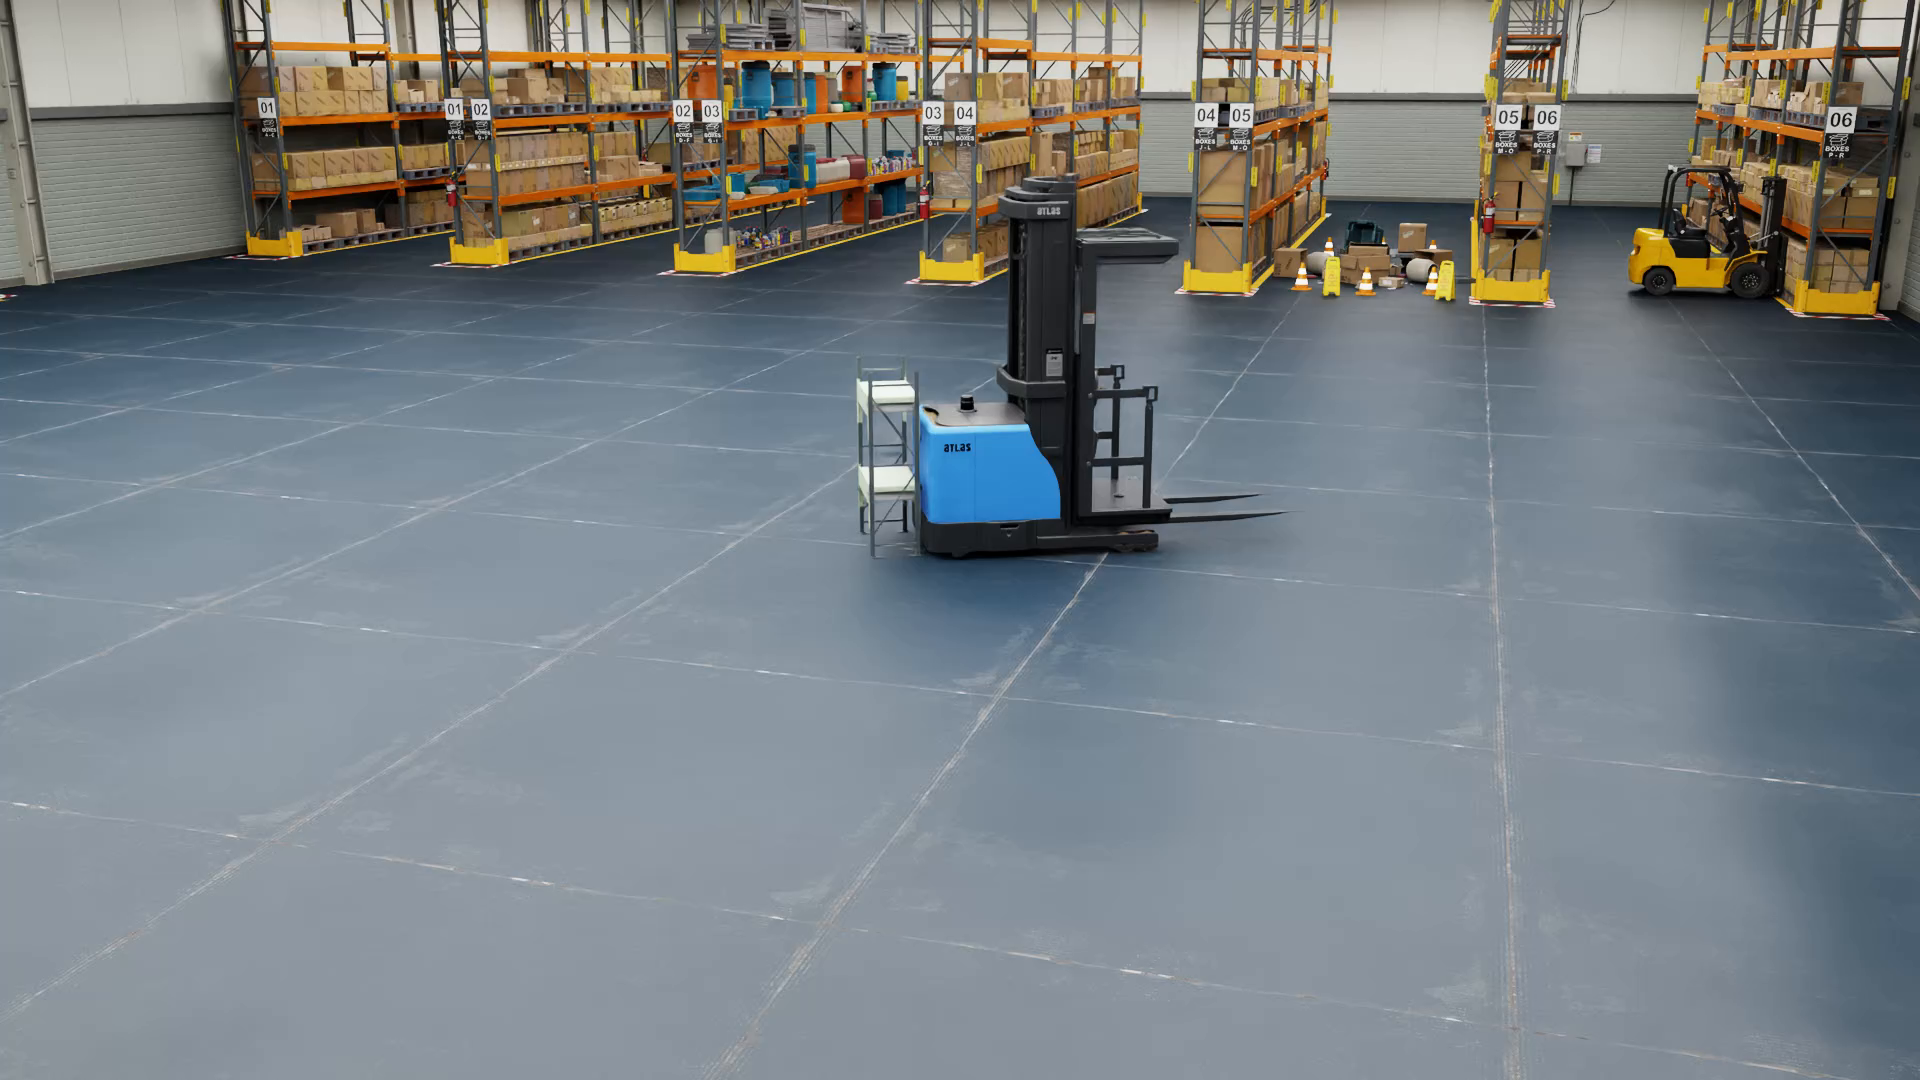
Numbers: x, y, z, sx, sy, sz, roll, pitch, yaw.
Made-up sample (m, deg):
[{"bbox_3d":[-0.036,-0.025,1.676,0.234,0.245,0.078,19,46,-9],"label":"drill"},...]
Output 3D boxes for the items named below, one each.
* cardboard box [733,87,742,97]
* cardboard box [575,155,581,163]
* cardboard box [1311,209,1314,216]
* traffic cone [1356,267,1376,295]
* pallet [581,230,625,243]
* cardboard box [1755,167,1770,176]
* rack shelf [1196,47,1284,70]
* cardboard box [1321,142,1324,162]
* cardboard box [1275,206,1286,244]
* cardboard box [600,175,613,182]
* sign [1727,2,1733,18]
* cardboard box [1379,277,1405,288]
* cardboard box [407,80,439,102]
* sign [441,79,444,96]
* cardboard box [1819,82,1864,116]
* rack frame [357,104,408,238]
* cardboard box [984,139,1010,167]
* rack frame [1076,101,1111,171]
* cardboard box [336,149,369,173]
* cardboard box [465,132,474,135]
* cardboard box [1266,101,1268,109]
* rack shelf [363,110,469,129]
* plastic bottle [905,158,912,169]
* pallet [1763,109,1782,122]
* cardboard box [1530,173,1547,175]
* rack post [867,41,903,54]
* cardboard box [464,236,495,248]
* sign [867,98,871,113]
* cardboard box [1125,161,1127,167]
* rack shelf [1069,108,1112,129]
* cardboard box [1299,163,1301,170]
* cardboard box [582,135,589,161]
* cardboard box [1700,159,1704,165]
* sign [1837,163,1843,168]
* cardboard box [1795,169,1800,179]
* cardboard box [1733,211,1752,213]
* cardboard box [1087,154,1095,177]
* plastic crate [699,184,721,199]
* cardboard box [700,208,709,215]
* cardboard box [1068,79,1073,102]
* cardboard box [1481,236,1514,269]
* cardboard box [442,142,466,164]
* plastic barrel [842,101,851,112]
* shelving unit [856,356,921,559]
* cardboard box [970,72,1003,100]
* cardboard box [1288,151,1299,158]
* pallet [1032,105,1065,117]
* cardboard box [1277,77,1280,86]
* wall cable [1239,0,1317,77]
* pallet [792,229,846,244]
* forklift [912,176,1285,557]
[{"bbox_3d":[-5.887,-11.904,44.162,0.500,0.250,0.500,5,16,16],"label":"cardboard box"},{"bbox_3d":[-8.481,-8.299,36.221,0.380,0.149,0.250,4,16,15],"label":"cardboard box"},{"bbox_3d":[8.701,-8.248,41.865,0.380,0.149,0.250,4,16,14],"label":"cardboard box"},{"bbox_3d":[7.049,-4.497,28.834,0.336,0.463,0.334,5,16,16],"label":"traffic cone"},{"bbox_3d":[-8.365,-6.946,37.930,1.003,0.211,1.213,5,16,16],"label":"pallet"},{"bbox_3d":[15.441,-7.049,31.811,0.380,0.149,0.250,4,16,14],"label":"cardboard box"},{"bbox_3d":[5.118,-8.736,30.188,1.077,0.370,4.000,5,16,16],"label":"rack shelf"},{"bbox_3d":[9.064,-9.970,42.754,0.500,0.500,0.500,4,16,15],"label":"cardboard box"},{"bbox_3d":[6.319,-6.696,35.293,1.050,0.750,0.750,5,17,17],"label":"cardboard box"},{"bbox_3d":[-8.089,-8.187,37.655,0.380,0.149,0.250,5,16,16],"label":"cardboard box"},{"bbox_3d":[16.980,-11.683,36.672,0.100,0.325,0.005,5,16,16],"label":"sign"},{"bbox_3d":[7.760,-4.635,29.899,0.250,0.149,0.380,-15,21,-41],"label":"cardboard box"},{"bbox_3d":[-12.705,-10.627,39.350,0.500,0.500,0.500,4,16,14],"label":"cardboard box"},{"bbox_3d":[-10.190,-8.922,32.812,0.100,0.325,0.005,5,16,16],"label":"sign"},{"bbox_3d":[13.977,-6.999,26.376,0.500,0.500,0.500,5,17,18],"label":"cardboard box"},{"bbox_3d":[-13.288,-8.475,38.211,1.000,3.000,0.127,5,16,16],"label":"rack frame"},{"bbox_3d":[0.666,-7.463,32.084,0.500,0.500,0.500,5,16,16],"label":"cardboard box"},{"bbox_3d":[3.233,-9.415,41.527,1.000,3.000,0.127,5,16,16],"label":"rack frame"},{"bbox_3d":[-13.415,-8.363,36.682,0.500,0.500,0.500,4,16,14],"label":"cardboard box"},{"bbox_3d":[-12.271,-10.221,42.230,0.500,0.250,0.500,5,17,17],"label":"cardboard box"},{"bbox_3d":[5.385,-7.899,30.191,0.380,0.149,0.250,5,17,16],"label":"cardboard box"},{"bbox_3d":[-12.719,-10.095,39.744,1.077,0.370,4.000,5,16,16],"label":"rack shelf"},{"bbox_3d":[-1.318,-9.612,42.446,0.152,0.276,0.135,5,16,16],"label":"plastic bottle"},{"bbox_3d":[15.936,-8.091,31.708,1.003,0.211,1.213,5,17,18],"label":"pallet"},{"bbox_3d":[10.290,-6.338,29.950,0.500,0.500,0.500,5,17,17],"label":"cardboard box"},{"bbox_3d":[-1.969,-11.906,40.229,0.937,0.300,0.954,7,17,22],"label":"rack post"},{"bbox_3d":[-9.805,-6.087,34.063,0.500,0.250,0.500,5,16,16],"label":"cardboard box"},{"bbox_3d":[-2.123,-10.105,38.653,0.100,0.325,0.005,5,16,16],"label":"sign"},{"bbox_3d":[4.150,-9.822,43.422,0.380,0.149,0.250,5,17,17],"label":"cardboard box"},{"bbox_3d":[2.665,-9.989,39.371,1.077,0.370,4.000,5,16,16],"label":"rack shelf"},{"bbox_3d":[7.670,-8.625,38.432,0.380,0.149,0.250,5,17,18],"label":"cardboard box"},{"bbox_3d":[-10.844,-10.853,46.045,0.980,0.700,0.700,5,17,17],"label":"cardboard box"},{"bbox_3d":[17.835,-8.882,39.377,0.500,0.250,0.500,4,16,14],"label":"cardboard box"},{"bbox_3d":[15.754,-6.582,29.806,0.100,0.325,0.005,5,16,16],"label":"sign"},{"bbox_3d":[14.556,-6.270,28.519,0.380,0.149,0.250,5,16,16],"label":"cardboard box"},{"bbox_3d":[16.539,-6.882,35.217,0.380,0.149,0.250,5,17,18],"label":"cardboard box"},{"bbox_3d":[2.926,-8.923,39.608,0.500,0.500,0.500,5,16,16],"label":"cardboard box"},{"bbox_3d":[-4.880,-6.912,32.974,0.499,0.251,0.408,5,16,16],"label":"plastic crate"},{"bbox_3d":[-6.706,-8.512,42.118,0.500,0.500,0.500,4,16,15],"label":"cardboard box"},{"bbox_3d":[2.201,-9.956,36.838,0.500,0.500,0.500,5,17,17],"label":"cardboard box"},{"bbox_3d":[9.302,-4.977,28.775,0.500,0.500,0.500,5,17,16],"label":"cardboard box"},{"bbox_3d":[-12.408,-9.509,40.867,0.700,0.500,0.500,3,16,11],"label":"cardboard box"},{"bbox_3d":[-2.674,-10.053,38.562,0.294,0.245,0.294,0,16,0],"label":"plastic barrel"},{"bbox_3d":[-0.582,-0.683,13.487,0.431,1.500,0.755,-3,16,-10],"label":"shelving unit"},{"bbox_3d":[0.504,-8.518,31.222,0.500,0.500,0.500,5,16,16],"label":"cardboard box"},{"bbox_3d":[7.512,-8.775,37.870,0.380,0.149,0.250,5,17,18],"label":"cardboard box"},{"bbox_3d":[1.529,-9.100,35.262,1.213,0.211,1.003,5,16,16],"label":"pallet"},{"bbox_3d":[5.888,-8.747,31.719,0.380,0.149,0.250,4,16,15],"label":"cardboard box"},{"bbox_3d":[9.281,-16.108,48.232,2.277,5.999,0.120,5,16,16],"label":"wall cable"},{"bbox_3d":[-3.258,-6.894,37.746,1.003,0.211,1.213,5,16,16],"label":"pallet"},{"bbox_3d":[1.158,-1.445,13.552,3.031,2.935,1.130,-3,16,-10],"label":"forklift"}]
